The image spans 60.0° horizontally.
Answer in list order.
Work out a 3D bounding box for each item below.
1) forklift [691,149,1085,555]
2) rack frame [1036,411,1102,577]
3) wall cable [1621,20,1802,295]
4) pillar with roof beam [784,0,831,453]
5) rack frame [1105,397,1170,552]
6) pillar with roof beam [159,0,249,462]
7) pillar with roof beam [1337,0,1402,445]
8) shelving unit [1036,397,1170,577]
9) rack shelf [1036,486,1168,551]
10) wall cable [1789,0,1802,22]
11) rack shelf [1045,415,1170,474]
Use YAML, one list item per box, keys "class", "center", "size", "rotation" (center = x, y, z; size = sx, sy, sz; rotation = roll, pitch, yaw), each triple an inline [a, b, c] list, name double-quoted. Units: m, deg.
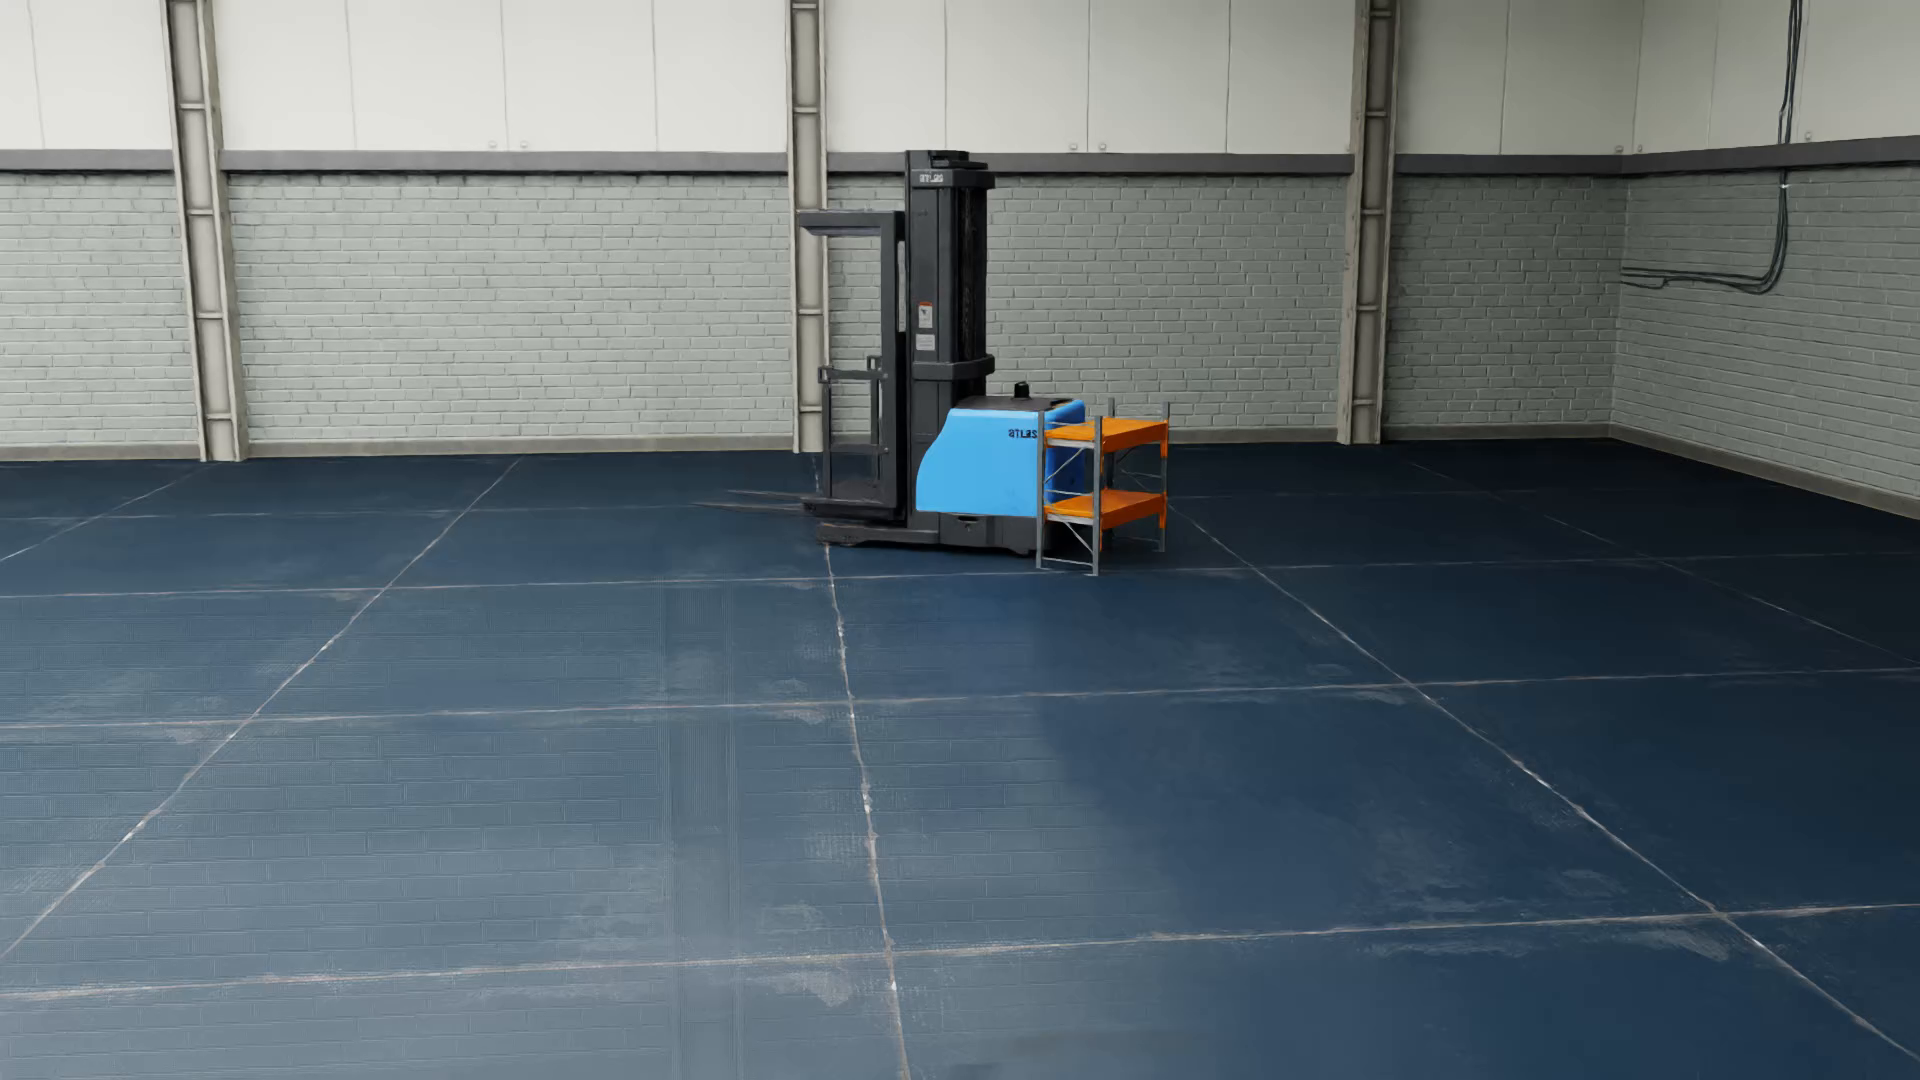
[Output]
- class: "forklift"
  center: [-0.594, -1.477, 12.783]
  size: [3.031, 2.935, 1.130]
  rotation: [4, 12, 18]
- class: "rack frame"
  center: [0.759, -0.326, 11.608]
  size: [0.500, 1.125, 0.032]
  rotation: [7, 13, 33]
- class: "wall cable"
  center: [7.462, -3.775, 16.789]
  size: [0.112, 2.526, 3.097]
  rotation: [-1, 11, -6]
- class: "pillar with roof beam"
  center: [-1.109, -4.540, 12.632]
  size: [0.400, 9.000, 9.100]
  rotation: [-1, 11, -6]
- class: "rack frame"
  center: [1.324, -0.489, 12.437]
  size: [0.500, 1.125, 0.032]
  rotation: [7, 13, 33]
- class: "pillar with roof beam"
  center: [-7.074, -4.415, 11.996]
  size: [0.400, 9.000, 9.100]
  rotation: [-1, 11, -6]
- class: "pillar with roof beam"
  center: [4.856, -4.665, 13.268]
  size: [0.400, 9.000, 9.100]
  rotation: [-1, 11, -6]
- class: "shelving unit"
  center: [1.041, -0.407, 12.023]
  size: [0.538, 1.125, 1.048]
  rotation: [7, 13, 33]
- class: "rack shelf"
  center: [1.041, -0.167, 12.070]
  size: [0.538, 0.278, 1.000]
  rotation: [7, 13, 33]
- class: "wall cable"
  center: [7.755, -5.734, 13.663]
  size: [0.112, 2.526, 3.097]
  rotation: [-1, 11, -6]
- class: "rack shelf"
  center: [1.041, -0.694, 11.966]
  size: [0.538, 0.278, 1.000]
  rotation: [7, 13, 33]
